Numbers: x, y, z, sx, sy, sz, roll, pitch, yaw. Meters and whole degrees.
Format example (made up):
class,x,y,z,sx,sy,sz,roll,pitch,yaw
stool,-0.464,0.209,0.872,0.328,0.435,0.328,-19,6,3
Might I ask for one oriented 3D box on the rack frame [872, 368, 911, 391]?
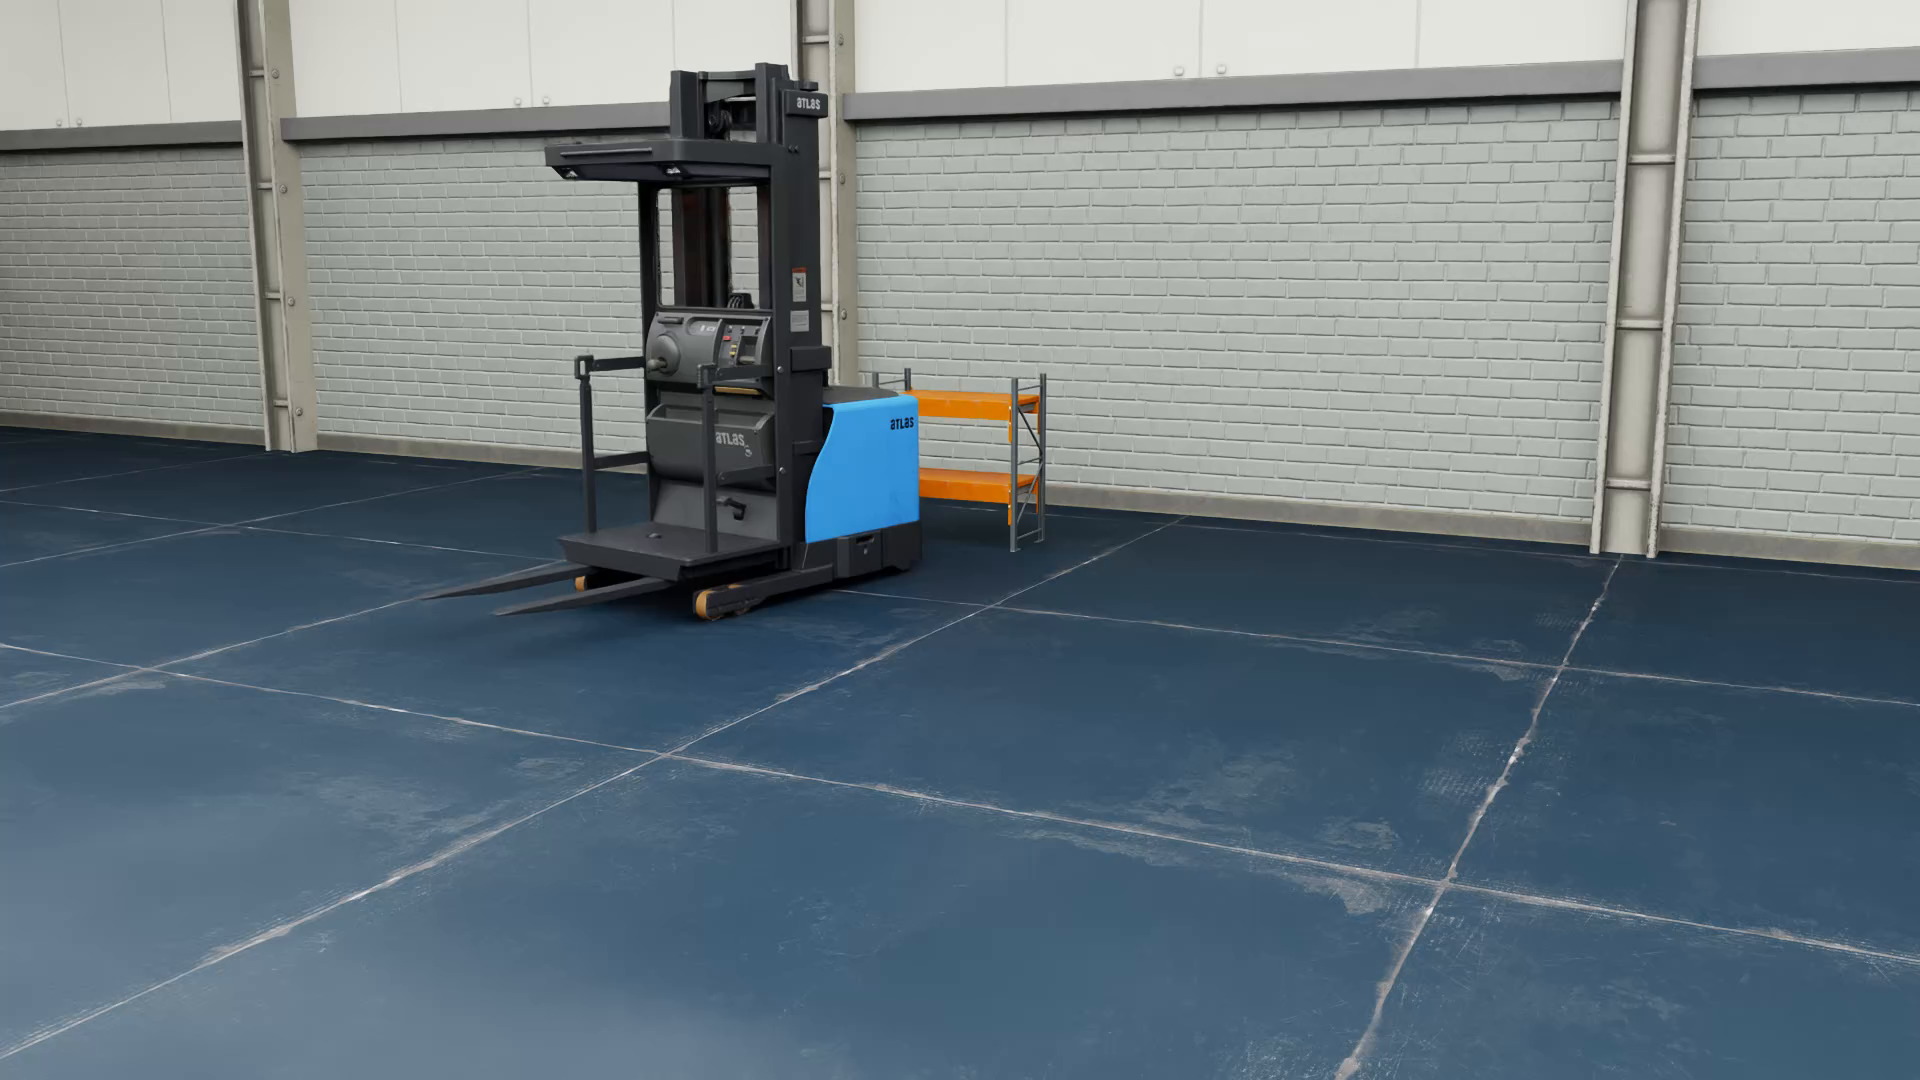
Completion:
class,x,y,z,sx,sy,sz,roll,pitch,yaw
rack frame,-0.462,-0.594,11.354,0.032,1.125,0.500,5,11,26

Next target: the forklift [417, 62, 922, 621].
class,x,y,z,sx,sy,sz,roll,pitch,yaw
forklift,-1.542,-1.112,9.142,1.130,2.935,3.031,8,13,38

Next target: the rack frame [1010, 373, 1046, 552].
class,x,y,z,sx,sy,sz,roll,pitch,yaw
rack frame,0.450,-0.514,10.912,0.032,1.125,0.500,5,11,26

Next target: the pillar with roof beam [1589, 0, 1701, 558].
class,x,y,z,sx,sy,sz,roll,pitch,yaw
pillar with roof beam,2.419,-3.667,6.221,0.400,9.000,9.100,5,11,26

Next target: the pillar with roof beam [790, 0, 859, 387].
class,x,y,z,sx,sy,sz,roll,pitch,yaw
pillar with roof beam,-2.961,-4.139,8.833,0.400,9.000,9.100,5,11,26

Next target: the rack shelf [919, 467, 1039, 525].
class,x,y,z,sx,sy,sz,roll,pitch,yaw
rack shelf,-0.006,-0.313,11.177,1.000,0.278,0.538,5,11,26

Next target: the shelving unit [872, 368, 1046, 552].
class,x,y,z,sx,sy,sz,roll,pitch,yaw
shelving unit,-0.006,-0.554,11.133,1.048,1.125,0.538,5,11,26

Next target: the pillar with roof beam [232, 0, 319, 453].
class,x,y,z,sx,sy,sz,roll,pitch,yaw
pillar with roof beam,-8.342,-4.612,11.446,0.400,9.000,9.100,5,11,26

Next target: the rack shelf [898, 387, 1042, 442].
class,x,y,z,sx,sy,sz,roll,pitch,yaw
rack shelf,-0.006,-0.842,11.081,1.000,0.278,0.538,5,11,26
